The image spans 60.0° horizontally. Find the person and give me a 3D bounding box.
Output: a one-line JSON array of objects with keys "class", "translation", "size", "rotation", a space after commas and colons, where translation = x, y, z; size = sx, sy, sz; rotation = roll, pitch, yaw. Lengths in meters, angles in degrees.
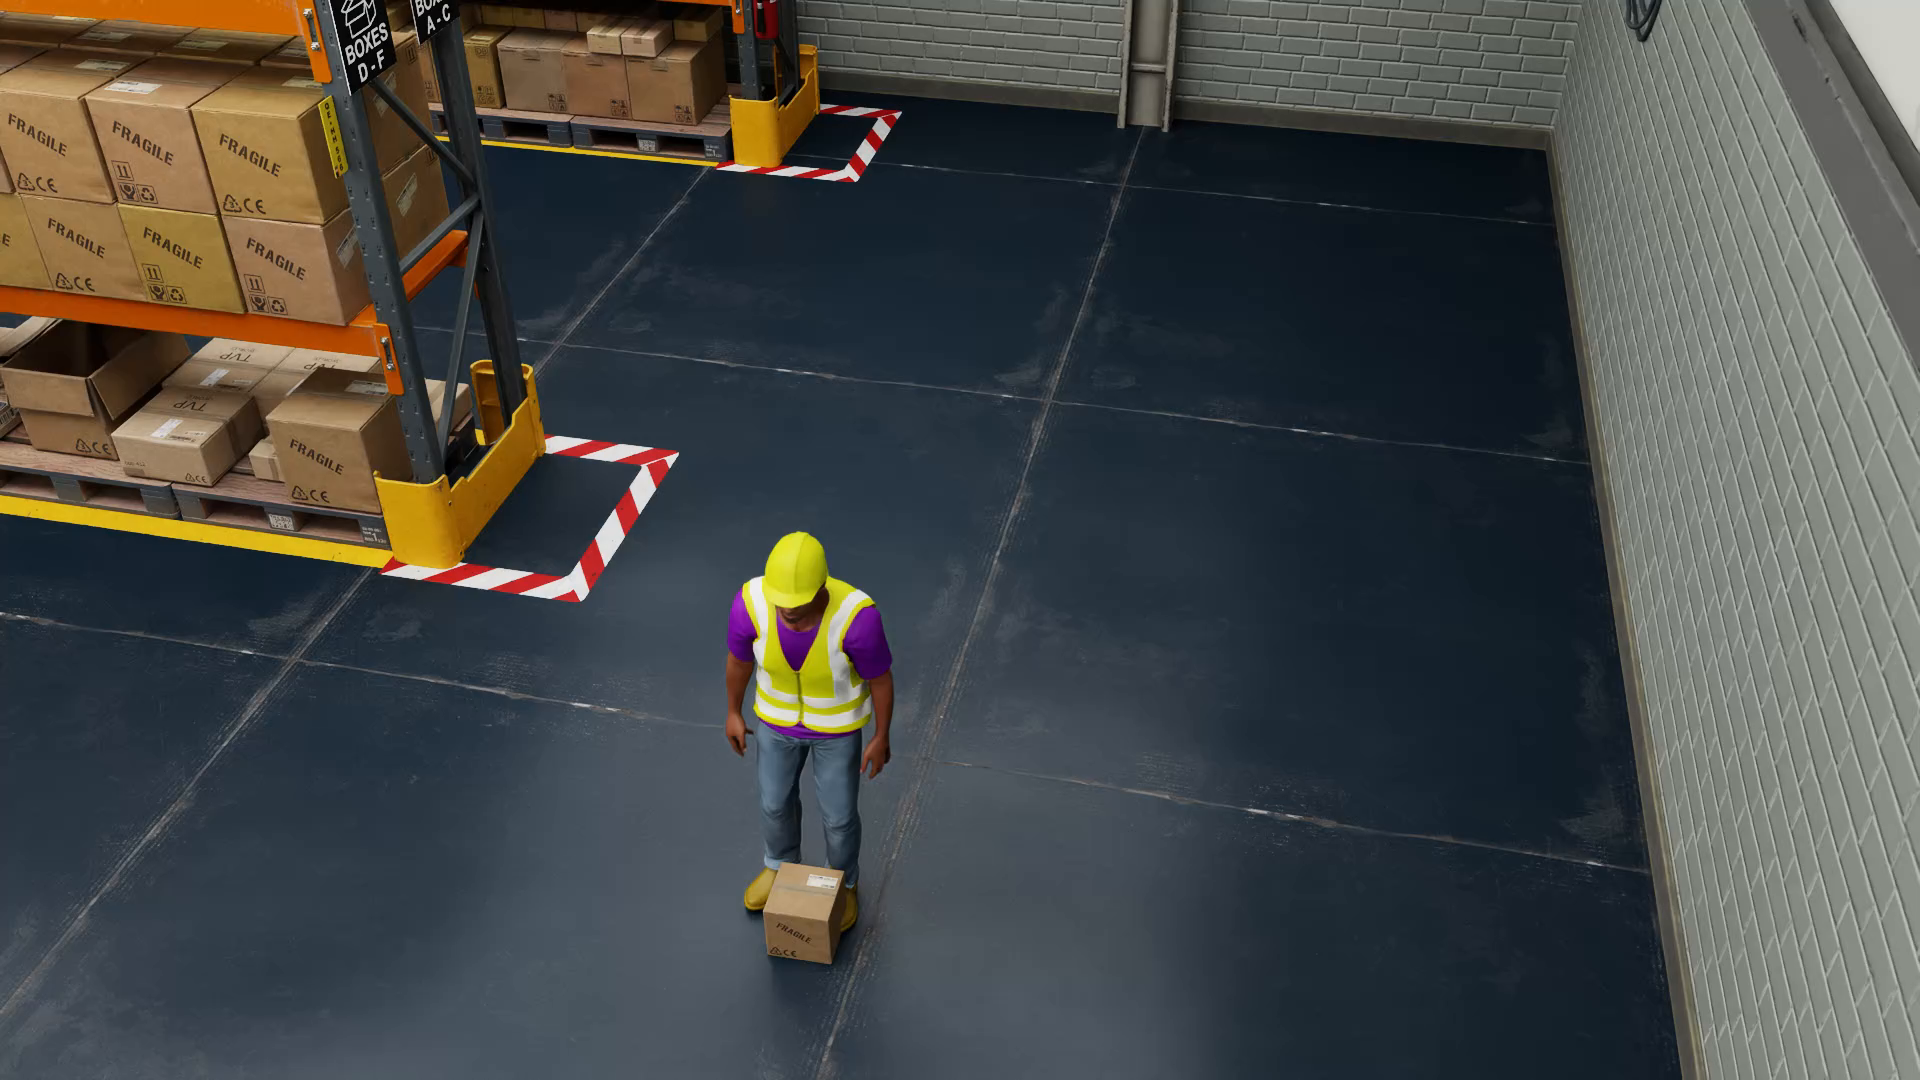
[{"class": "person", "translation": [-0.551, 0.671, 6.039], "size": [0.628, 1.760, 0.459], "rotation": [8, 37, 10]}]
